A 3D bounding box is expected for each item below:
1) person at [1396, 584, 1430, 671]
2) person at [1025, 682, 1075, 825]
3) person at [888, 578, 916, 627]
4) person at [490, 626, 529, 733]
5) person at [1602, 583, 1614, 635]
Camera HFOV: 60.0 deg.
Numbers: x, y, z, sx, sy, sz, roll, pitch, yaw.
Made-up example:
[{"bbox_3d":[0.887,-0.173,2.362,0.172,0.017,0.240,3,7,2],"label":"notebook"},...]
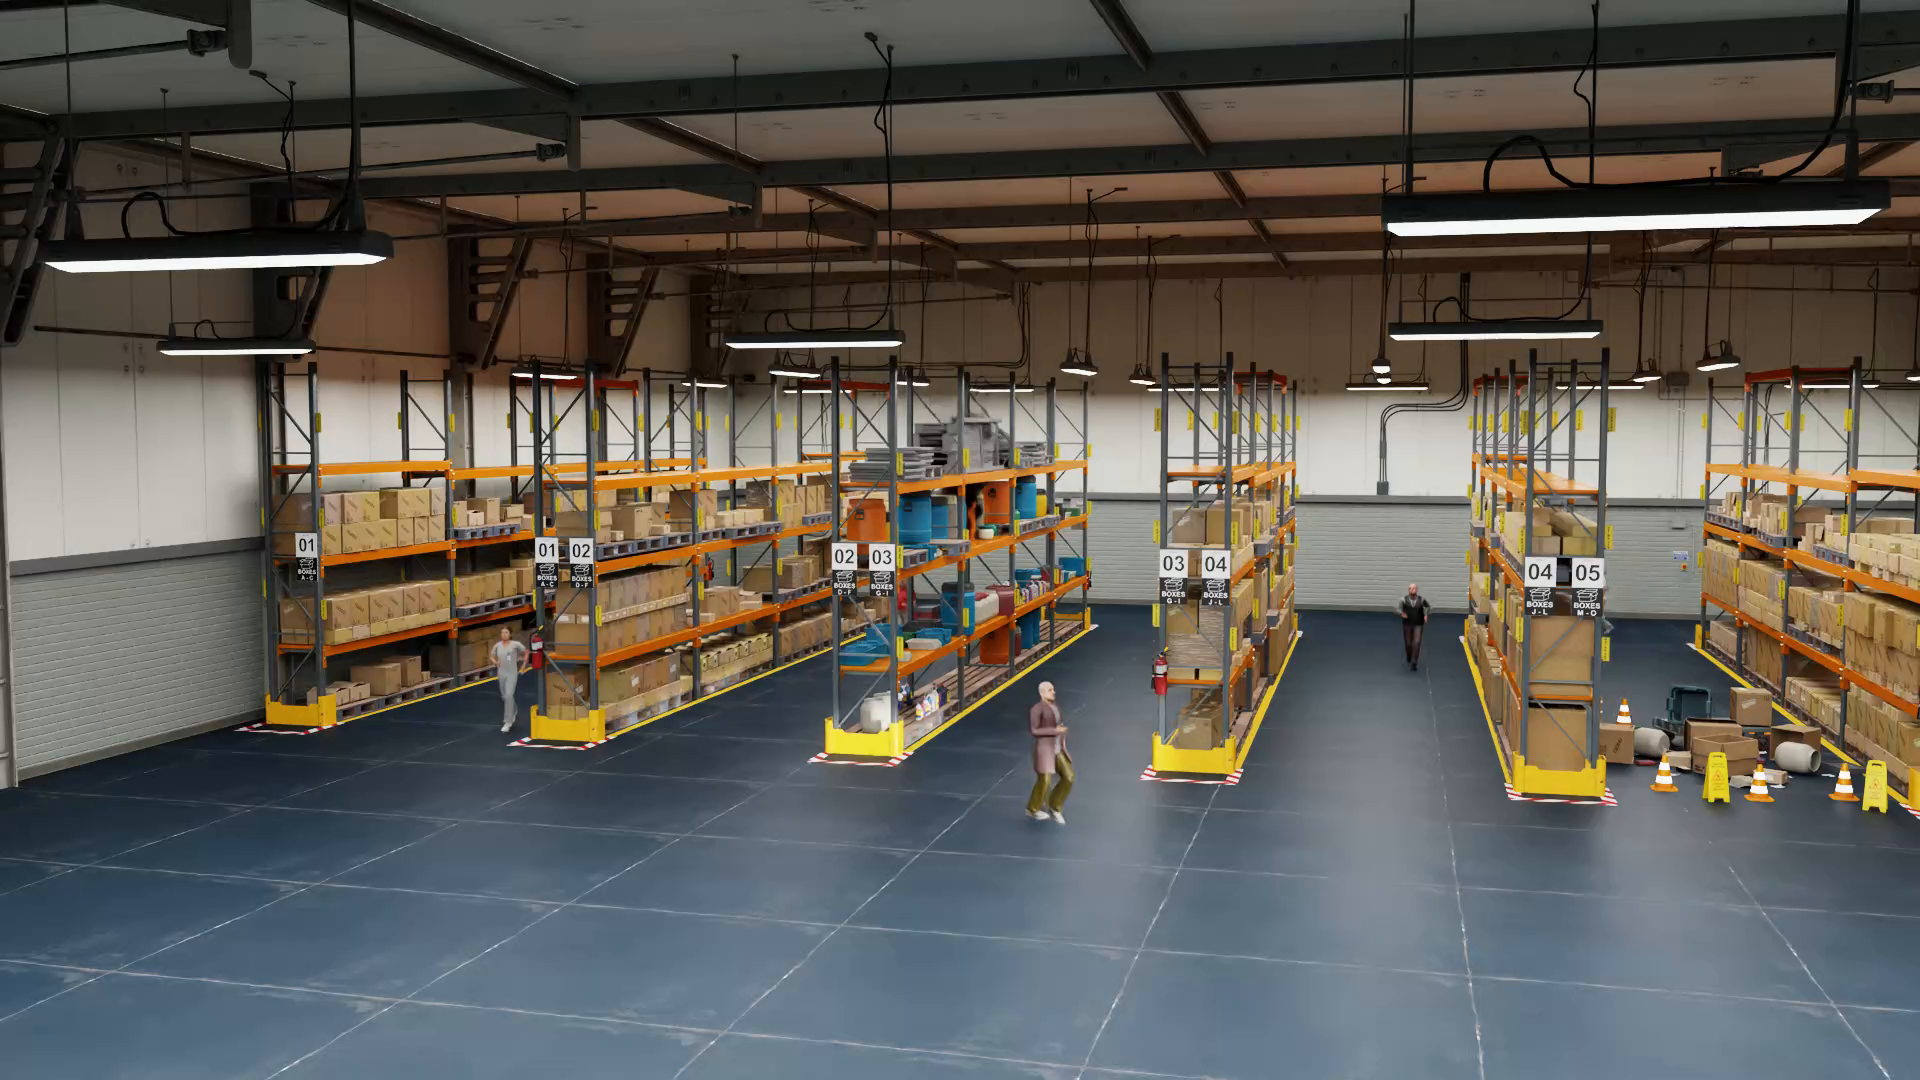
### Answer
[{"bbox_3d":[9.235,1.758,33.912,0.673,1.726,0.963,1,4,16],"label":"person"},{"bbox_3d":[1.135,2.668,20.722,0.754,1.814,0.688,4,6,43],"label":"person"},{"bbox_3d":[-1.255,1.639,35.793,0.627,1.764,0.814,0,4,1],"label":"person"},{"bbox_3d":[-7.390,2.234,27.204,0.596,1.688,0.918,0,4,7],"label":"person"},{"bbox_3d":[14.830,1.446,38.726,0.810,1.702,0.600,1,4,16],"label":"person"}]
